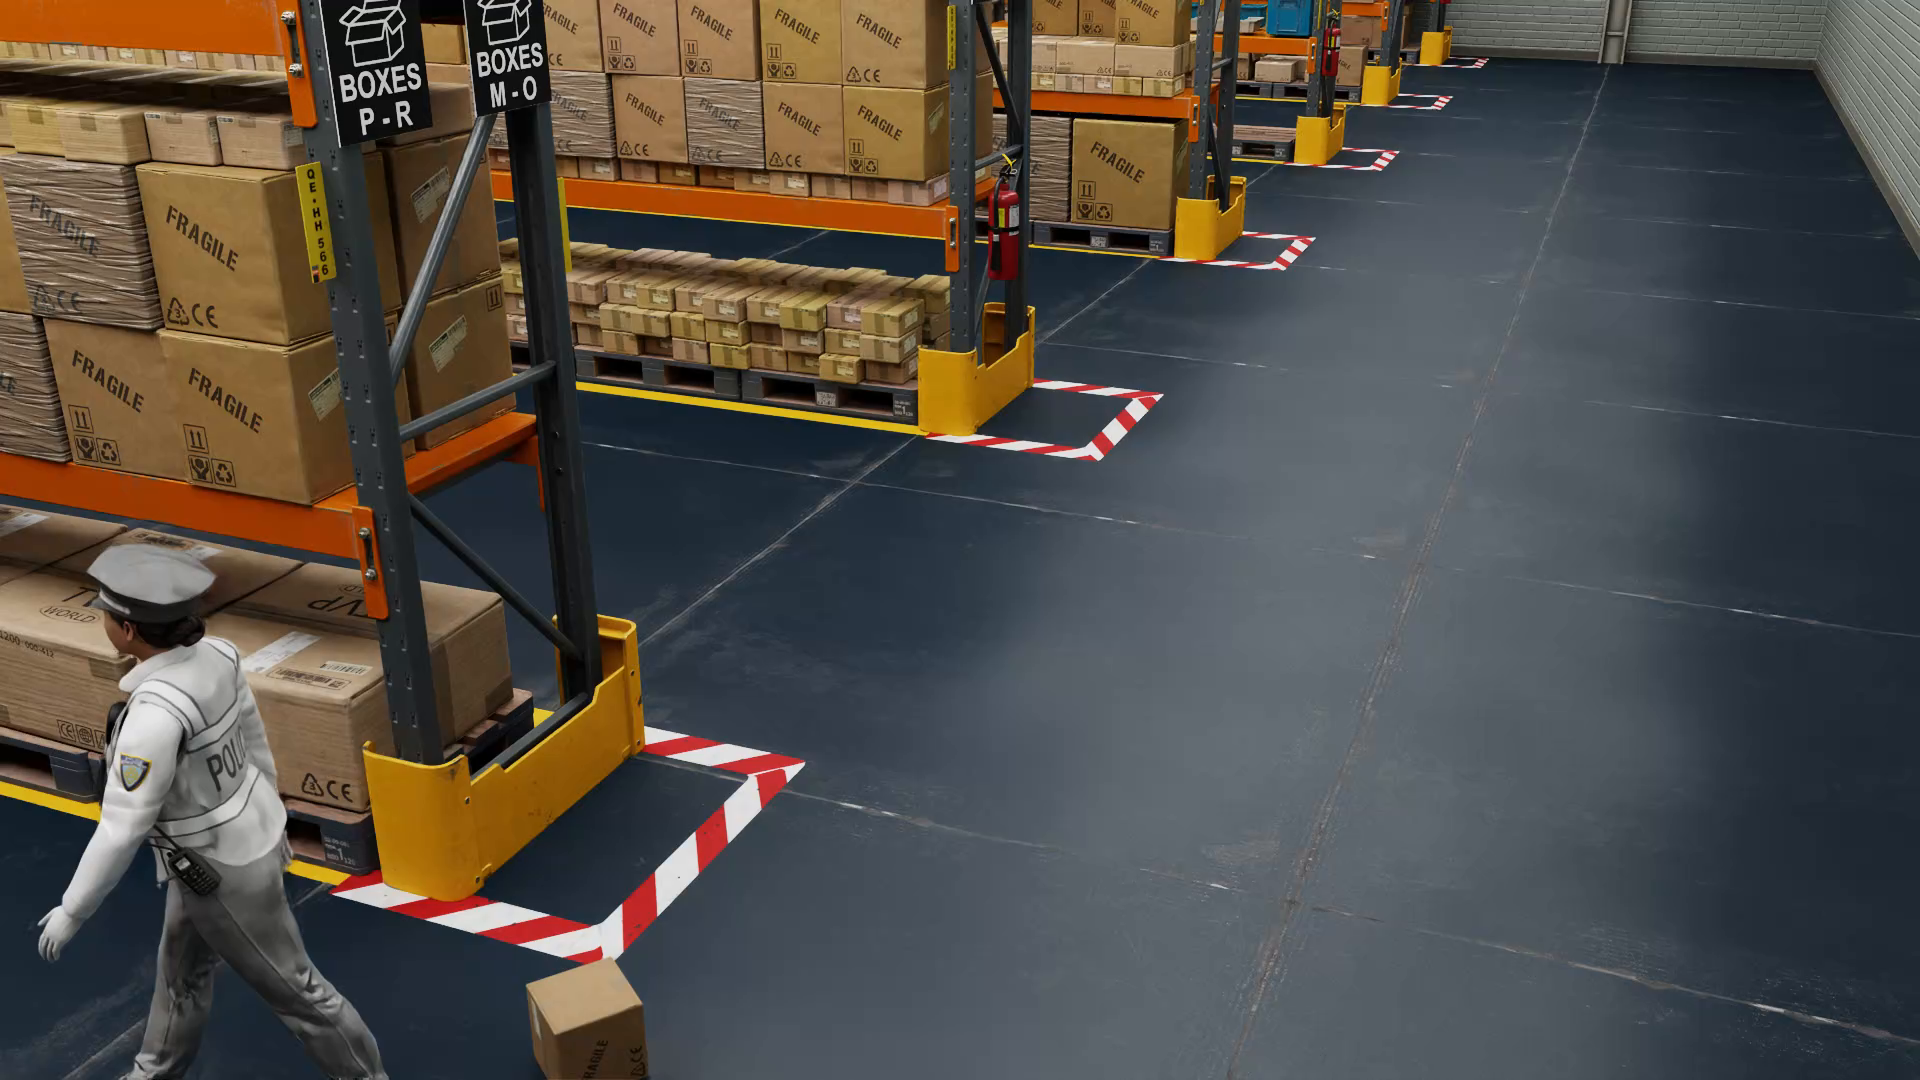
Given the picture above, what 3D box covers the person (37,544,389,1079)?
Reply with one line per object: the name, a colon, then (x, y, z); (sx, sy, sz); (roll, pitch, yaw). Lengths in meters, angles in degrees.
person: (-1.923, 0.800, 4.097); (0.879, 1.642, 0.530); (-5, 23, -12)
